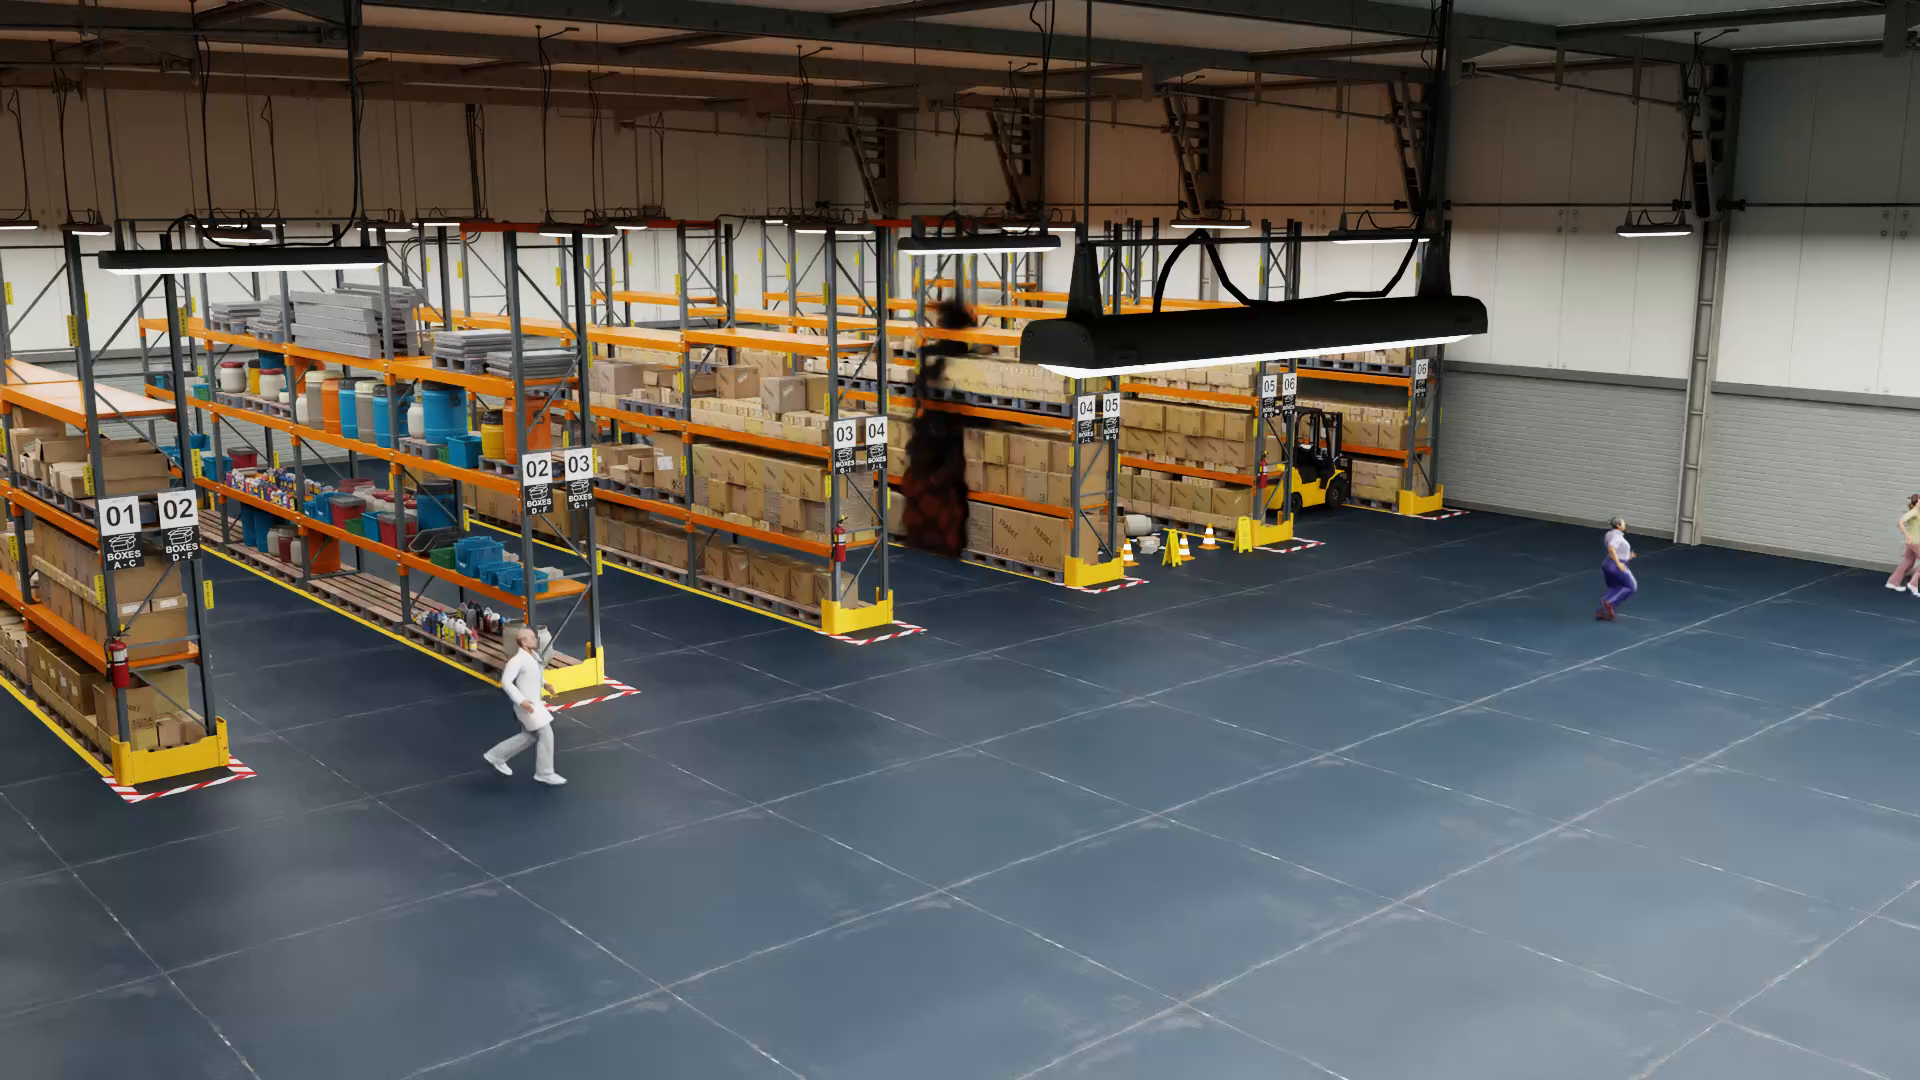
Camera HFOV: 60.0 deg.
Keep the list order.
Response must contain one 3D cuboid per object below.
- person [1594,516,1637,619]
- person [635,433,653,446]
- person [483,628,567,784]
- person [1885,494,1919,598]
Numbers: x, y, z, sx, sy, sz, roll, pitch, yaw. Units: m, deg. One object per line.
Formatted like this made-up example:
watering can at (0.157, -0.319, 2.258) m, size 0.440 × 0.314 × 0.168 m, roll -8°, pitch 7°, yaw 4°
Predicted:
person at (10.155, 0.437, 25.646) m, size 0.575 × 1.597 × 0.592 m, roll -1°, pitch 11°, yaw -3°
person at (-7.981, -2.952, 42.122) m, size 0.753 × 1.839 × 0.647 m, roll -8°, pitch 14°, yaw -36°
person at (-4.835, 1.848, 18.356) m, size 0.912 × 1.793 × 0.723 m, roll -2°, pitch 12°, yaw -7°
person at (15.636, 0.083, 27.244) m, size 0.697 × 1.700 × 0.545 m, roll 7°, pitch 13°, yaw 30°
